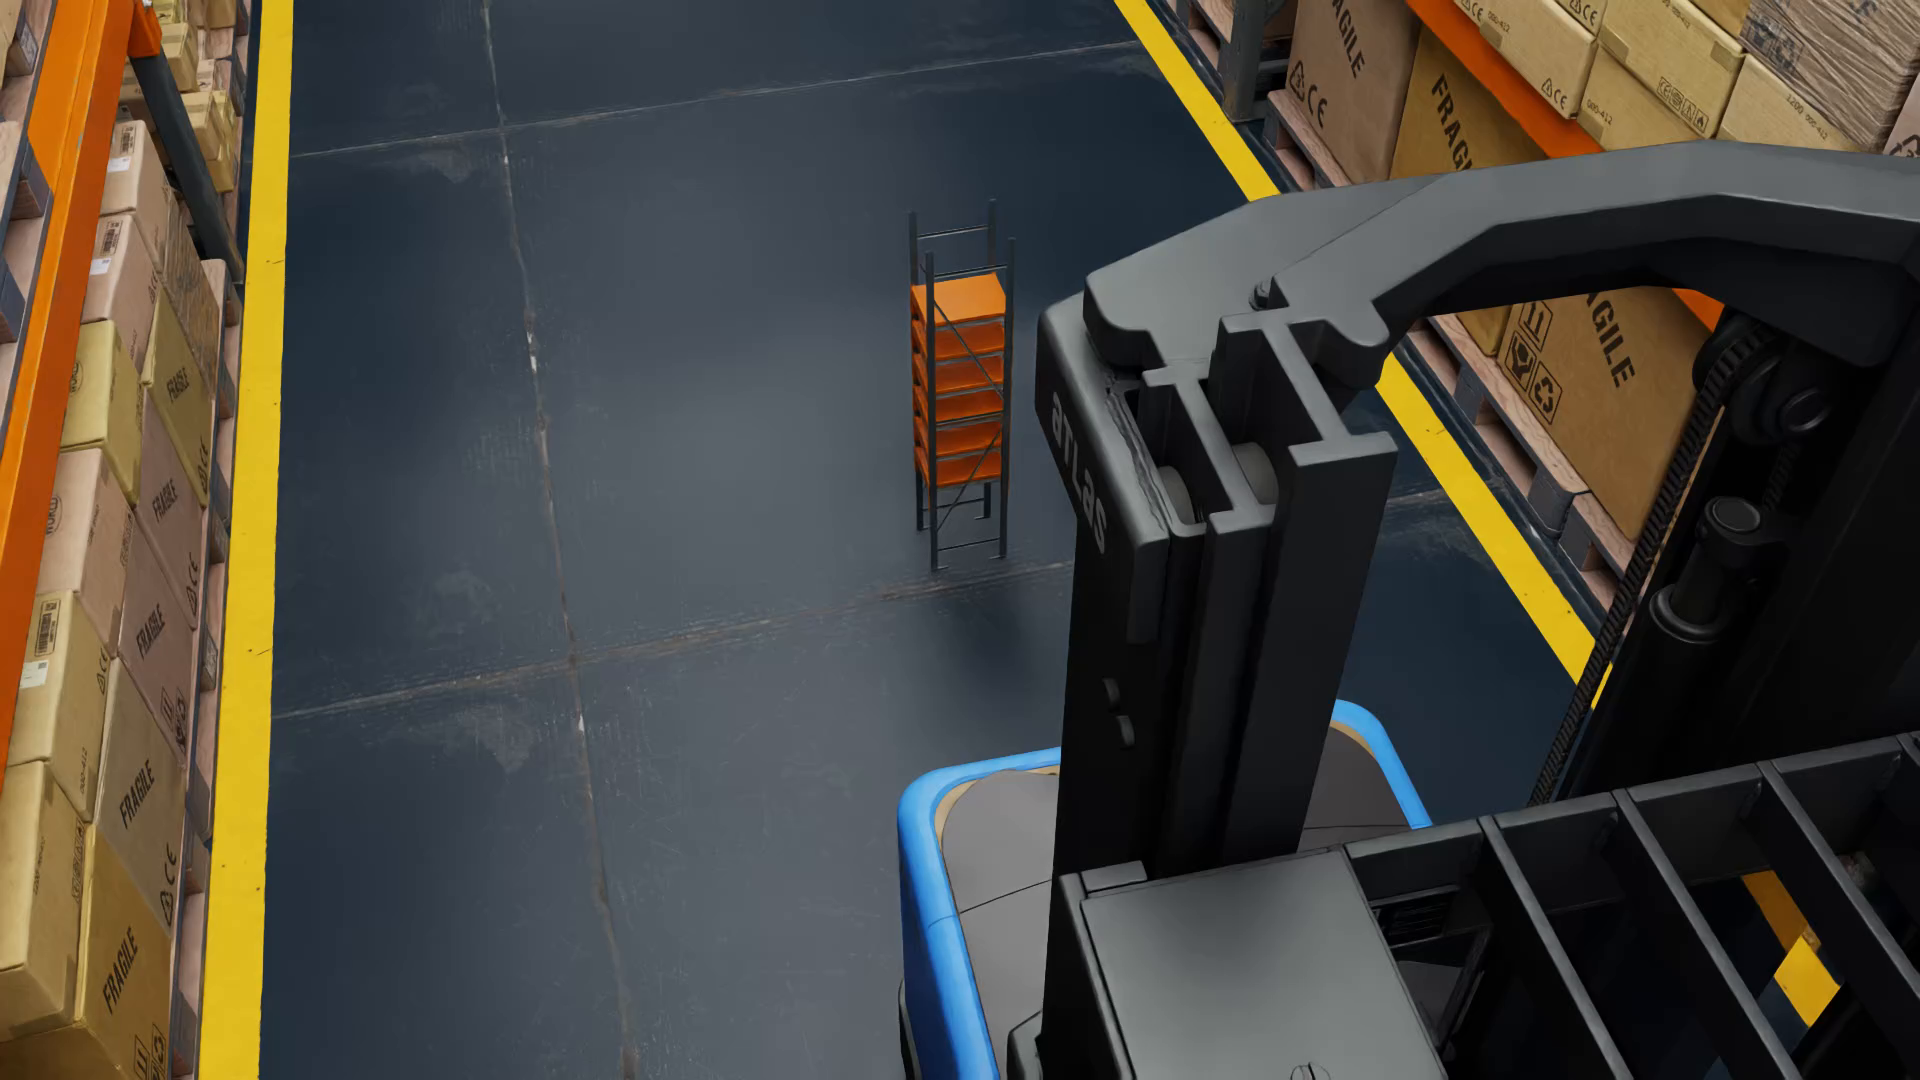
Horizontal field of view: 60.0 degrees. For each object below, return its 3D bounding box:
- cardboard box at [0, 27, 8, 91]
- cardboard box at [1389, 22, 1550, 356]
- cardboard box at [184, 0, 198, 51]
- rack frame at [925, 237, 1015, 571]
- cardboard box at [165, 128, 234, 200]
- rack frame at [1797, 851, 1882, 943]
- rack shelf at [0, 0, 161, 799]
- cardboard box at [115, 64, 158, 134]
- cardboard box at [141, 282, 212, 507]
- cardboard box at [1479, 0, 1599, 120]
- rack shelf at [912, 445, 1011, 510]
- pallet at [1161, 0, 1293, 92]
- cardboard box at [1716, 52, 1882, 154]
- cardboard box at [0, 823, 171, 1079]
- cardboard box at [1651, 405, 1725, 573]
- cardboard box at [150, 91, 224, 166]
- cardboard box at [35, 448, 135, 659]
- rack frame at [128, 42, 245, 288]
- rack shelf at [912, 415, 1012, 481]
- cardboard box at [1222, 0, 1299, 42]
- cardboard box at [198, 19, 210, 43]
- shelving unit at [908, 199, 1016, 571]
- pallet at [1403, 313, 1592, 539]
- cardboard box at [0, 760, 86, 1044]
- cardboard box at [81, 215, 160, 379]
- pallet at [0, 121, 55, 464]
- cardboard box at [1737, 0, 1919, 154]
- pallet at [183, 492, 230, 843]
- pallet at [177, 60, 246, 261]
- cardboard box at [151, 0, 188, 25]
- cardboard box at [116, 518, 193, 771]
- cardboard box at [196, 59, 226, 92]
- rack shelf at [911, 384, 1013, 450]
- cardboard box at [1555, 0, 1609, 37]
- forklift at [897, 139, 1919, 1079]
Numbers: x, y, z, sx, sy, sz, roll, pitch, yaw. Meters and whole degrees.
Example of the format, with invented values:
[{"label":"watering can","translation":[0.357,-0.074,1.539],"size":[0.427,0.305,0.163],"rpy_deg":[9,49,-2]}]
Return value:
[{"label":"cardboard box","translation":[-2.670,-1.239,4.246],"size":[0.380,0.149,0.250],"rpy_deg":[-13,47,-12]},{"label":"cardboard box","translation":[2.078,-1.285,5.603],"size":[0.875,0.875,0.875],"rpy_deg":[-9,46,-9]},{"label":"cardboard box","translation":[-3.255,-2.012,6.615],"size":[0.380,0.149,0.250],"rpy_deg":[-13,47,-12]},{"label":"rack frame","translation":[0.027,-0.347,4.750],"size":[0.240,1.200,0.006],"rpy_deg":[-11,47,-10]},{"label":"cardboard box","translation":[-2.939,-1.402,6.226],"size":[0.380,0.149,0.250],"rpy_deg":[-13,47,-12]},{"label":"rack frame","translation":[2.627,-0.156,3.303],"size":[1.000,3.000,0.127],"rpy_deg":[-11,47,-10]},{"label":"rack shelf","translation":[-2.644,-0.310,3.957],"size":[1.077,0.370,4.000],"rpy_deg":[-11,47,-10]},{"label":"cardboard box","translation":[-3.044,-1.576,5.980],"size":[0.380,0.149,0.250],"rpy_deg":[-9,46,-9]},{"label":"cardboard box","translation":[-2.592,-0.396,4.994],"size":[0.500,0.500,0.500],"rpy_deg":[-12,47,-11]},{"label":"cardboard box","translation":[1.829,-1.452,4.678],"size":[0.500,0.250,0.500],"rpy_deg":[-11,47,-11]},{"label":"rack shelf","translation":[0.004,-0.211,5.015],"size":[0.258,0.103,0.180],"rpy_deg":[-11,47,-10]},{"label":"pallet","translation":[1.484,-2.481,7.533],"size":[1.003,0.211,1.213],"rpy_deg":[-11,47,-10]},{"label":"cardboard box","translation":[2.123,-0.920,3.806],"size":[0.500,0.250,0.500],"rpy_deg":[-12,47,-11]},{"label":"cardboard box","translation":[-2.067,1.012,3.614],"size":[0.500,0.500,0.500],"rpy_deg":[-13,47,-12]},{"label":"cardboard box","translation":[2.531,-0.051,4.394],"size":[0.875,0.875,0.875],"rpy_deg":[-11,47,-11]},{"label":"cardboard box","translation":[-2.940,-1.505,6.118],"size":[0.380,0.149,0.250],"rpy_deg":[-9,46,-8]},{"label":"cardboard box","translation":[-2.319,0.070,4.012],"size":[0.500,0.250,0.500],"rpy_deg":[-10,46,-10]},{"label":"rack frame","translation":[-3.156,-1.943,5.054],"size":[1.000,3.000,0.127],"rpy_deg":[-11,47,-10]},{"label":"rack shelf","translation":[0.004,-0.295,4.929],"size":[0.258,0.103,0.180],"rpy_deg":[-11,47,-10]},{"label":"cardboard box","translation":[1.546,-2.621,7.218],"size":[0.875,0.438,0.875],"rpy_deg":[-11,47,-11]},{"label":"cardboard box","translation":[-3.337,-2.093,6.903],"size":[0.380,0.149,0.250],"rpy_deg":[-13,47,-12]},{"label":"shelving unit","translation":[0.004,-0.410,4.812],"size":[0.258,1.200,0.189],"rpy_deg":[-11,47,-10]},{"label":"pallet","translation":[2.189,-0.579,5.669],"size":[1.003,0.211,1.213],"rpy_deg":[-11,47,-10]},{"label":"cardboard box","translation":[-2.075,0.764,3.332],"size":[0.500,0.250,0.500],"rpy_deg":[-13,47,-12]},{"label":"cardboard box","translation":[-2.602,-0.652,4.720],"size":[0.500,0.250,0.500],"rpy_deg":[-9,46,-8]},{"label":"pallet","translation":[-2.678,-0.473,3.748],"size":[1.003,0.211,1.213],"rpy_deg":[-11,47,-10]},{"label":"cardboard box","translation":[2.103,-1.203,3.558],"size":[0.500,0.500,0.500],"rpy_deg":[-10,46,-10]},{"label":"pallet","translation":[-2.639,0.414,4.696],"size":[1.003,0.211,1.213],"rpy_deg":[-11,47,-10]},{"label":"pallet","translation":[-3.362,-1.424,6.498],"size":[1.003,0.211,1.213],"rpy_deg":[-11,47,-10]},{"label":"cardboard box","translation":[-3.170,-1.942,6.339],"size":[0.380,0.149,0.250],"rpy_deg":[-11,47,-11]},{"label":"cardboard box","translation":[-2.335,0.312,4.300],"size":[0.500,0.500,0.500],"rpy_deg":[-12,47,-11]},{"label":"cardboard box","translation":[-3.121,-1.748,6.565],"size":[0.380,0.149,0.250],"rpy_deg":[-11,47,-11]},{"label":"rack shelf","translation":[0.004,-0.379,4.843],"size":[0.258,0.103,0.180],"rpy_deg":[-11,47,-10]},{"label":"cardboard box","translation":[1.839,-1.628,4.500],"size":[0.500,0.250,0.500],"rpy_deg":[-12,47,-12]},{"label":"forklift","translation":[0.682,1.145,2.076],"size":[1.130,2.935,3.031],"rpy_deg":[-9,46,-9]}]
